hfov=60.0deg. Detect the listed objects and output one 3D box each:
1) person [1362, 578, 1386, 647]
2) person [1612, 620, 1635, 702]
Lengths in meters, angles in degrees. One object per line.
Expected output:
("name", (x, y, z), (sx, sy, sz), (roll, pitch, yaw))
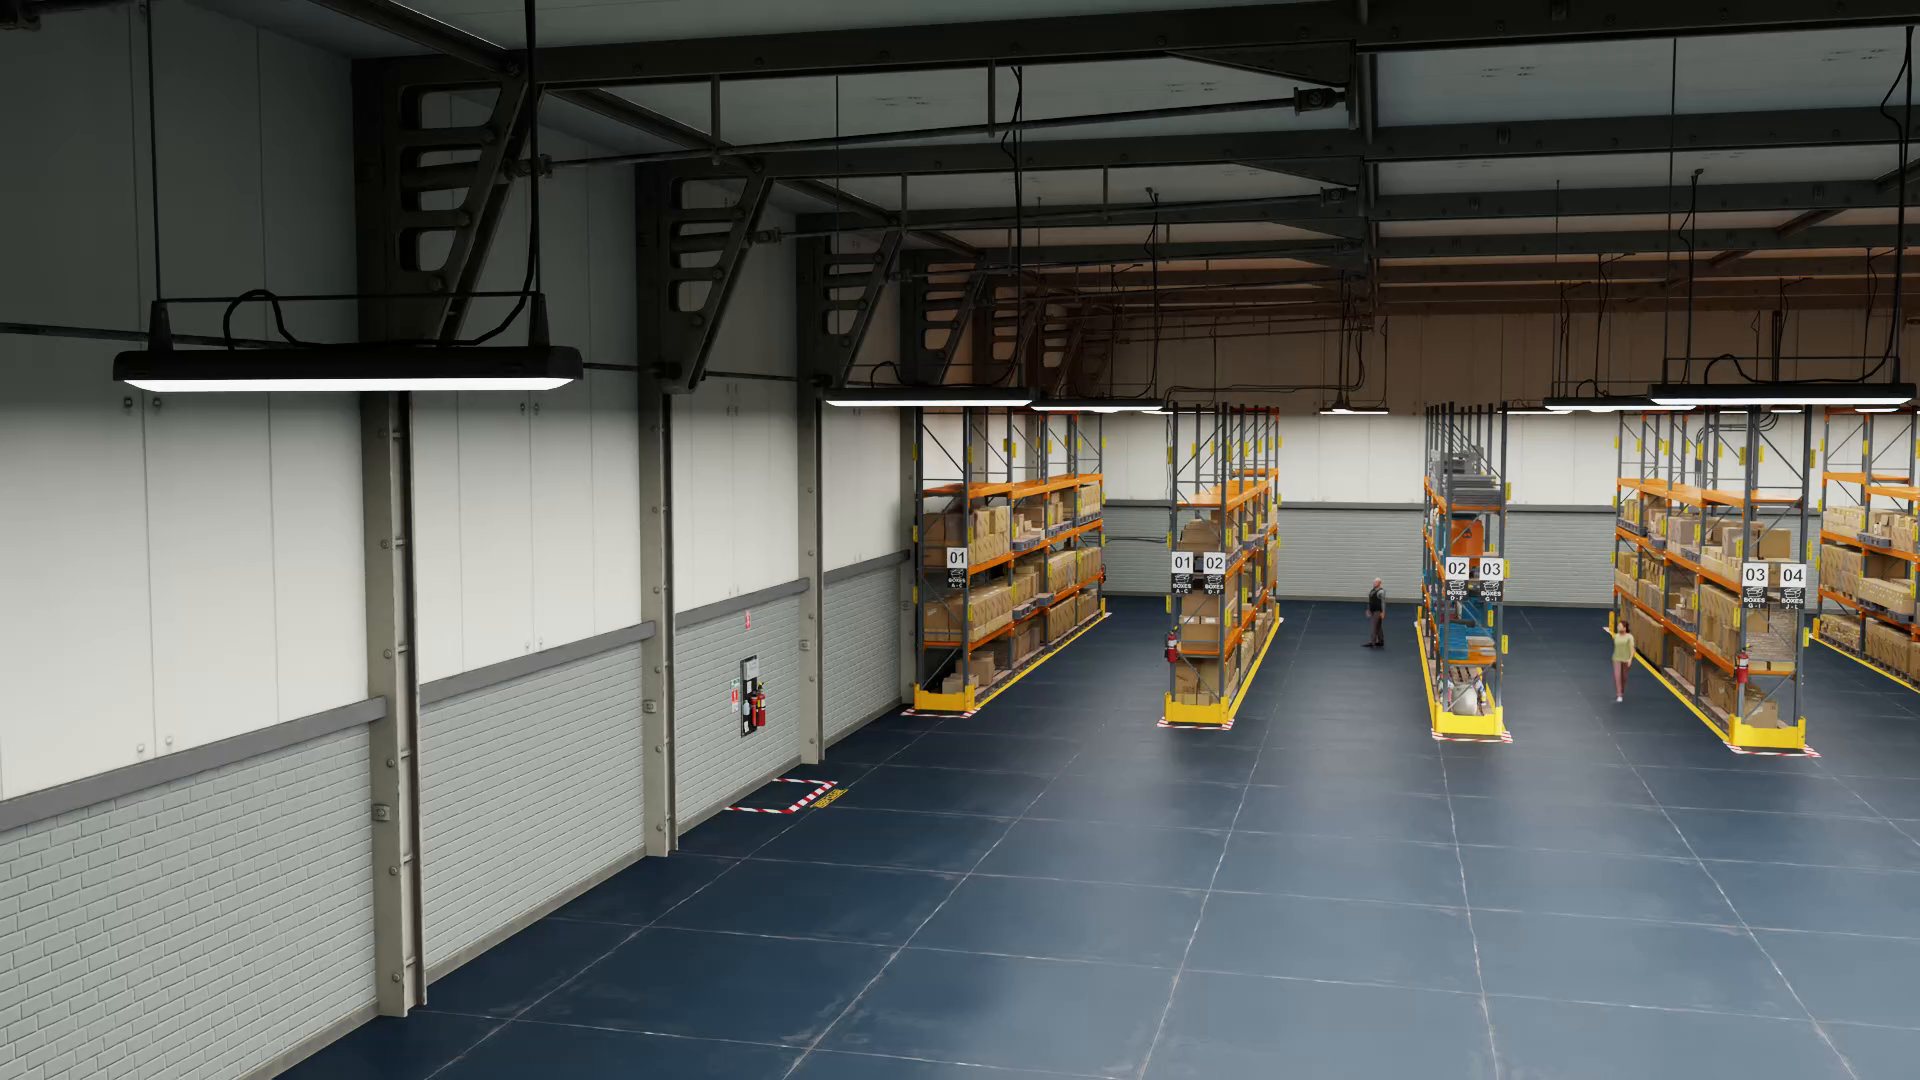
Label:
("person", (10.301, 1.803, 41.489), (0.623, 1.713, 0.540), (0, 4, -1))
("person", (13.337, 2.429, 33.452), (0.417, 1.613, 1.039), (1, 4, 11))
